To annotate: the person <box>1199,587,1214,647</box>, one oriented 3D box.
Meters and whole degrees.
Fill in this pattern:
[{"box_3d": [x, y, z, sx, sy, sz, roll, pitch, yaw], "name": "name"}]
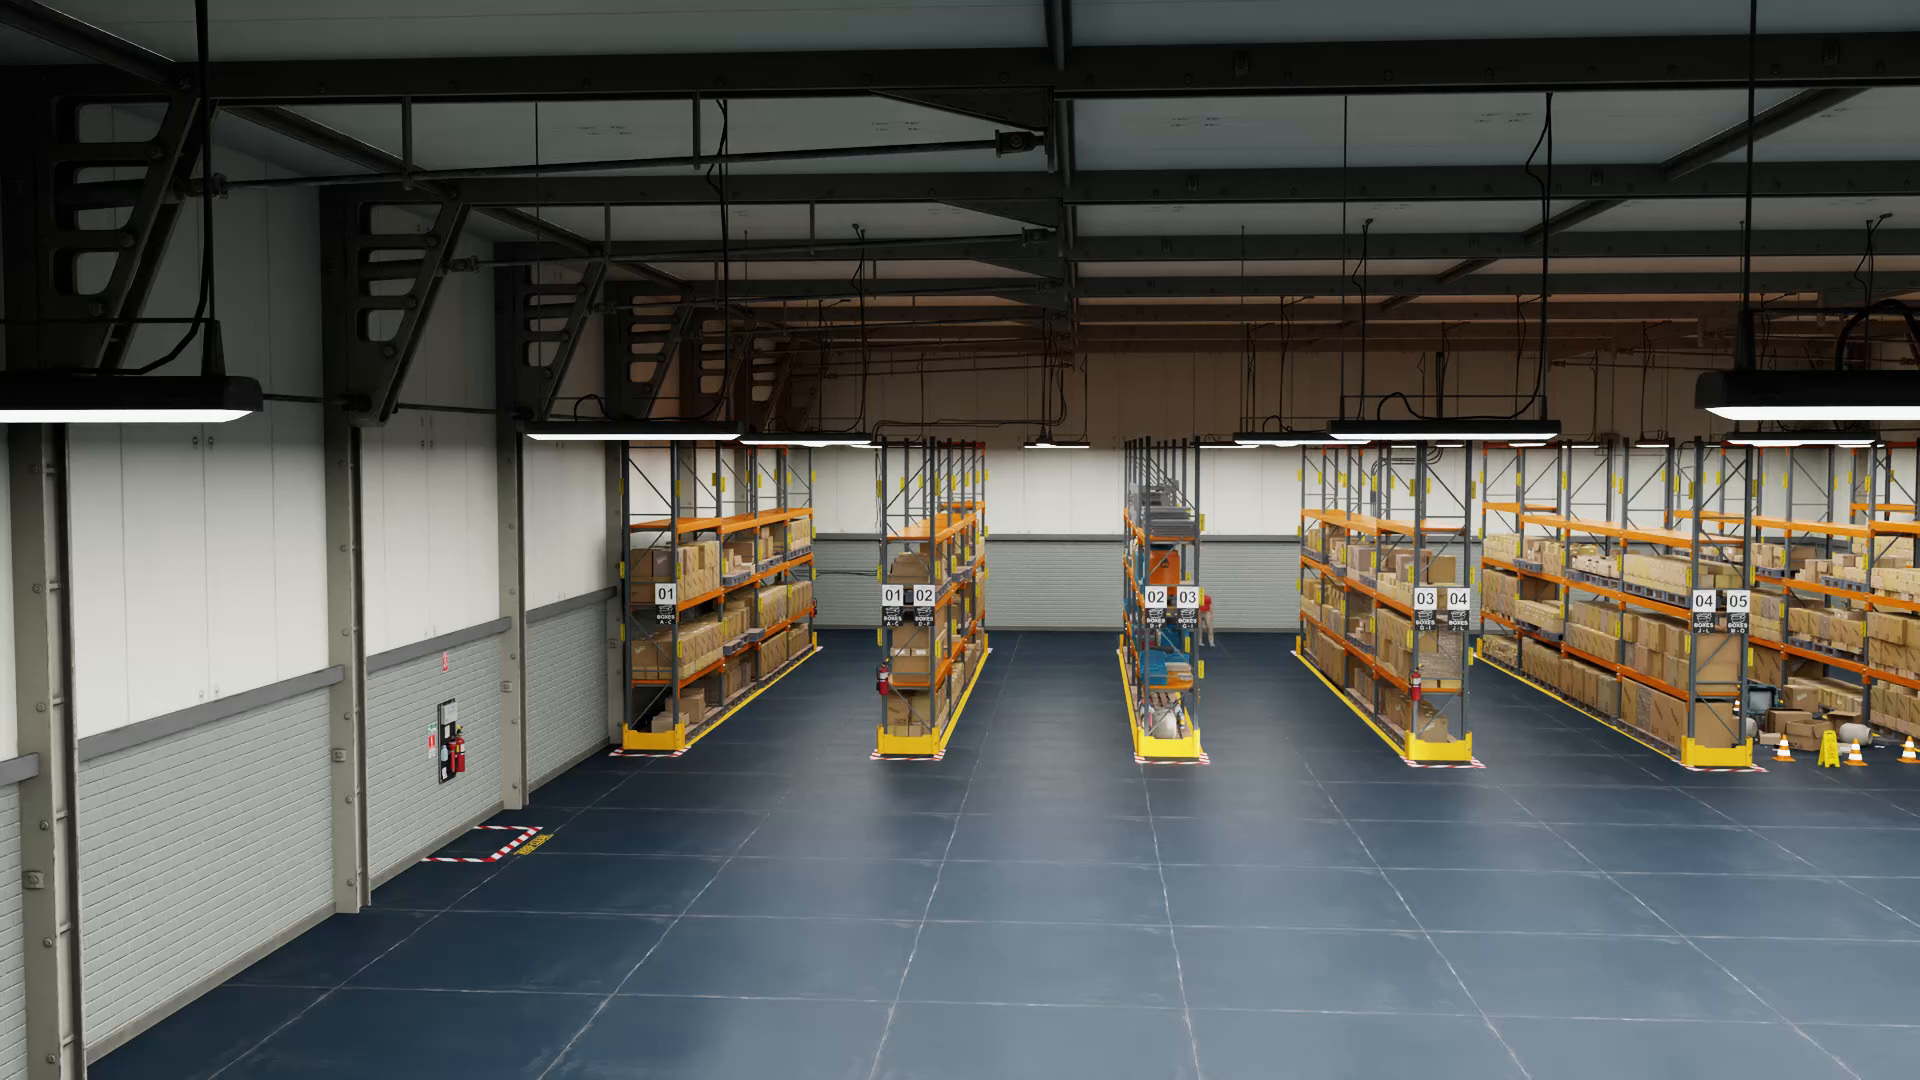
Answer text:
[{"box_3d": [7.191, 2.254, 48.921, 0.609, 1.740, 0.436, 1, 3, 11], "name": "person"}]
